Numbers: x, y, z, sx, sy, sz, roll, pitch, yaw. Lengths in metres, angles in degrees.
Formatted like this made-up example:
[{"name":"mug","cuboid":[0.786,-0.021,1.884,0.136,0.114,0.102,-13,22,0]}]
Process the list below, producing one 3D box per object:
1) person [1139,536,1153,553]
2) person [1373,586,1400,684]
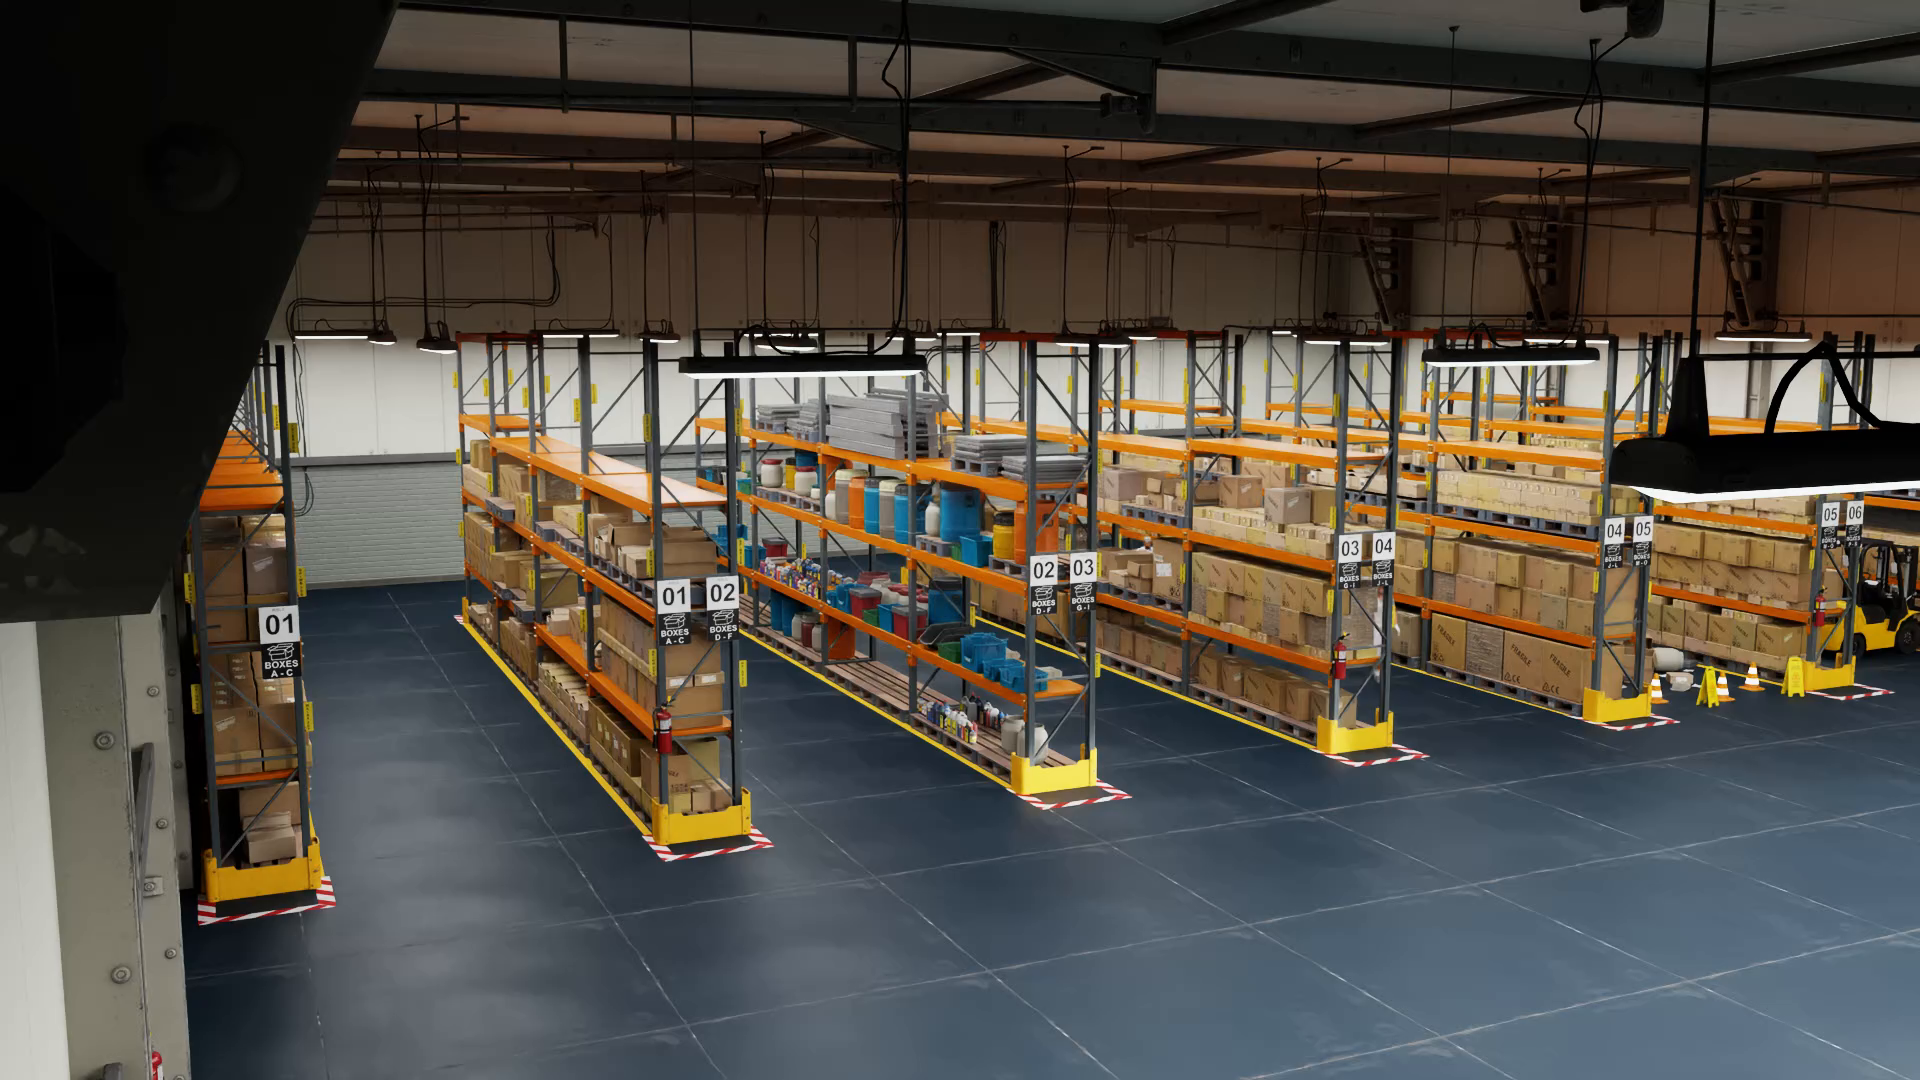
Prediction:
[{"name":"person","cuboid":[4.021,0.713,35.656,0.552,1.596,1.037,-3,8,-21]},{"name":"person","cuboid":[7.314,1.567,28.927,0.613,1.824,0.582,-2,8,-12]}]
